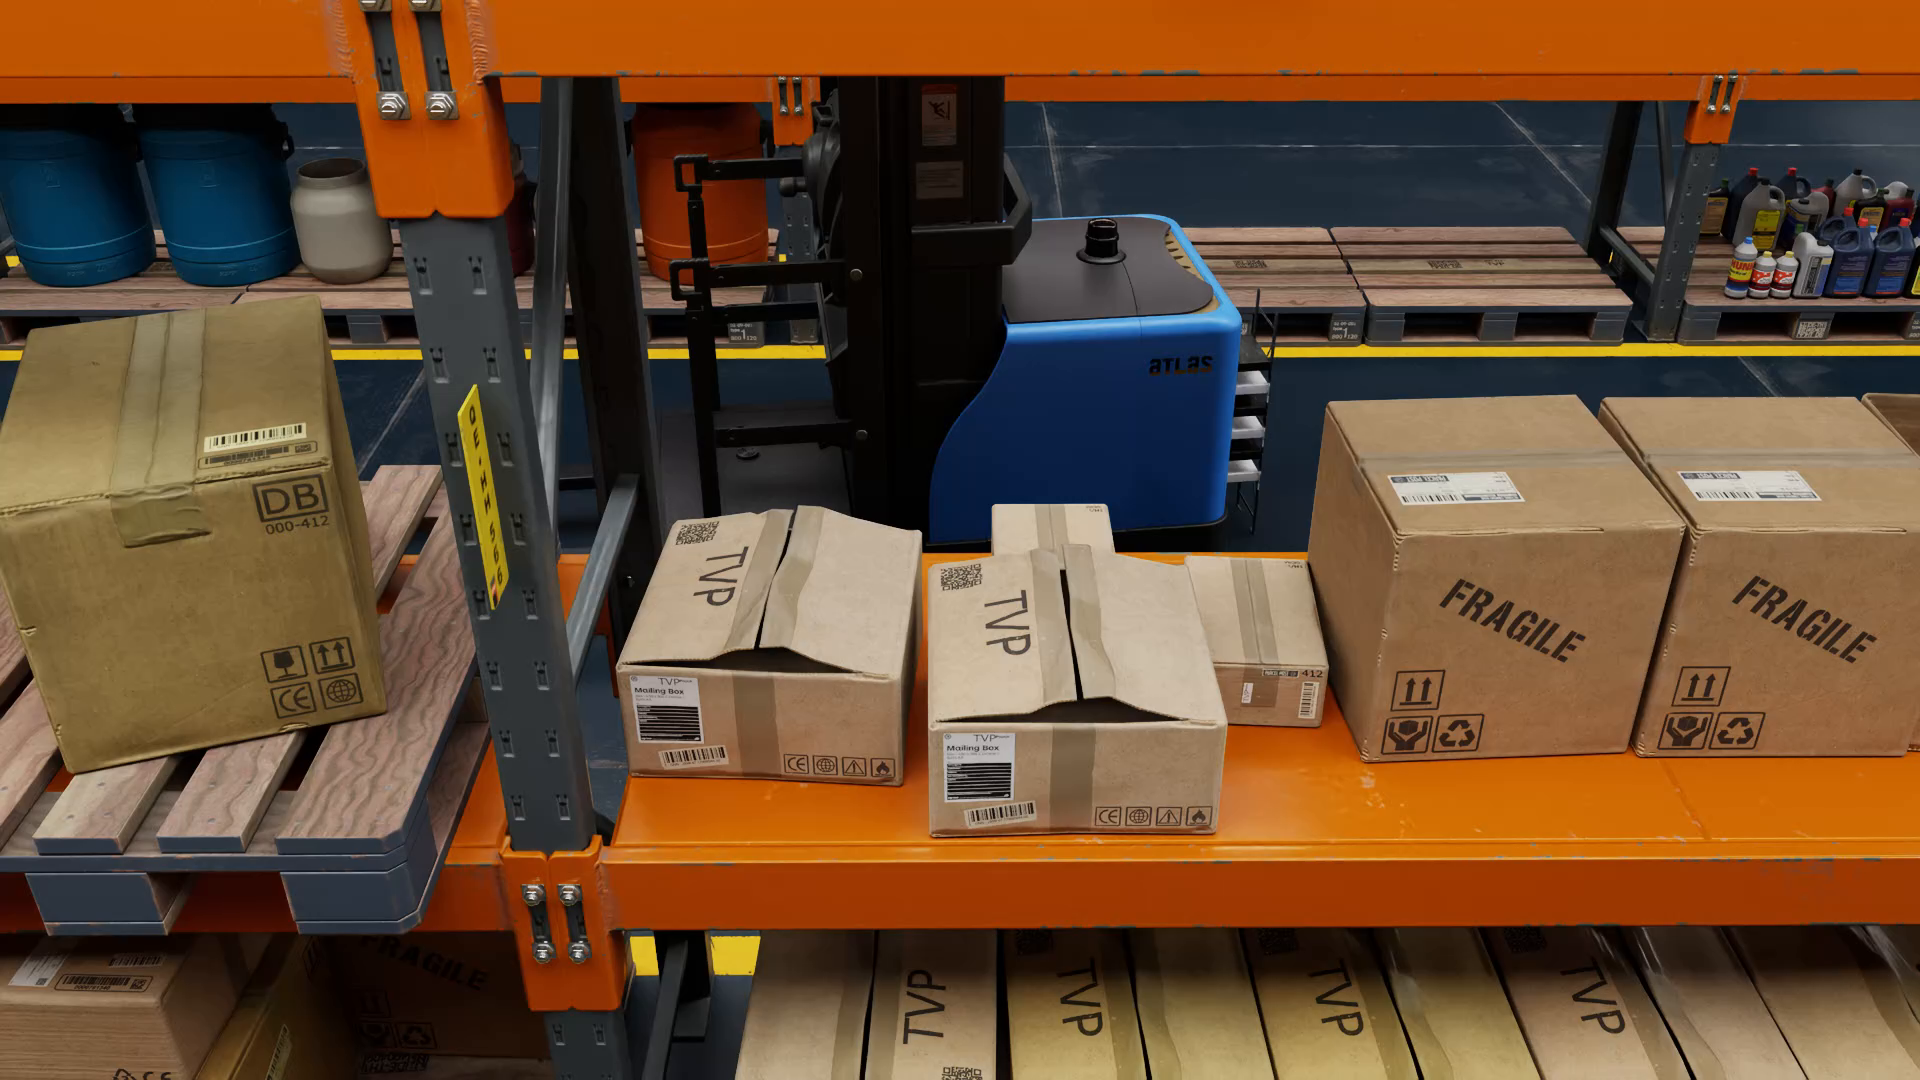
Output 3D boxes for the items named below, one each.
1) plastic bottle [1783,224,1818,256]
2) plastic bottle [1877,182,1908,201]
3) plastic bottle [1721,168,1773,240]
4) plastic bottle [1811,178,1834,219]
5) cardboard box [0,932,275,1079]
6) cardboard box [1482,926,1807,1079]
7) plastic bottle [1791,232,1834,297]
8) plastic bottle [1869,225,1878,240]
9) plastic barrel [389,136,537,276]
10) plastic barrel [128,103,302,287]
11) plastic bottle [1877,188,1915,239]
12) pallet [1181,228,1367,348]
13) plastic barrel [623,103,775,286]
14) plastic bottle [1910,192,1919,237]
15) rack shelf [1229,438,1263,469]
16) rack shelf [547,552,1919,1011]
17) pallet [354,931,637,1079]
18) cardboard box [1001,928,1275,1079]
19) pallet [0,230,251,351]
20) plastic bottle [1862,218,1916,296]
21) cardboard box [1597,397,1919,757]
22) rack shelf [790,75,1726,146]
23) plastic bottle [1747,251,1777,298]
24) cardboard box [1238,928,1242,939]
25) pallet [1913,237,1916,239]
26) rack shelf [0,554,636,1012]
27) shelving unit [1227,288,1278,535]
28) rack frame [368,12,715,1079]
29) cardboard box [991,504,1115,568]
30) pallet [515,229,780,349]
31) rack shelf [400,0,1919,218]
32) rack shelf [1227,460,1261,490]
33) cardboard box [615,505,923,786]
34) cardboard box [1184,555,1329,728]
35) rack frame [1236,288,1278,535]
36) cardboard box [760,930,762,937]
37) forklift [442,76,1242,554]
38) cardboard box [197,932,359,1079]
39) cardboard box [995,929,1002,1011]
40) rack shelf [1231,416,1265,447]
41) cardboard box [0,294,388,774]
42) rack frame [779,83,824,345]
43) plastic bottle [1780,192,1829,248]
[{"bbox_3d":[3.914,-1.333,7.750,0.133,0.283,0.061,0,31,0],"label":"plastic bottle"},{"bbox_3d":[4.590,-1.637,8.258,0.135,0.276,0.152,0,31,1],"label":"plastic bottle"},{"bbox_3d":[3.913,-1.669,8.239,0.185,0.351,0.144,-1,31,-2],"label":"plastic bottle"},{"bbox_3d":[4.268,-1.663,8.294,0.133,0.283,0.061,2,31,3],"label":"plastic bottle"},{"bbox_3d":[-1.693,0.807,3.291,0.500,0.250,0.500,1,31,2],"label":"cardboard box"},{"bbox_3d":[1.372,1.018,3.385,0.500,0.311,0.500,-1,31,-1],"label":"cardboard box"},{"bbox_3d":[3.915,-1.274,7.660,0.135,0.276,0.152,1,31,2],"label":"plastic bottle"},{"bbox_3d":[4.225,-1.334,7.763,0.097,0.271,0.097,0,31,0],"label":"plastic bottle"},{"bbox_3d":[-2.348,-1.584,7.889,0.708,0.588,0.600,0,31,0],"label":"plastic barrel"},{"bbox_3d":[-3.477,-1.714,7.802,0.708,0.901,0.600,0,31,0],"label":"plastic barrel"},{"bbox_3d":[4.592,-1.585,8.165,0.133,0.283,0.061,0,31,0],"label":"plastic bottle"},{"bbox_3d":[1.263,-1.242,8.093,1.213,0.211,1.003,0,31,0],"label":"pallet"},{"bbox_3d":[-1.218,-1.691,7.832,0.708,0.830,0.600,0,31,0],"label":"plastic barrel"},{"bbox_3d":[4.810,-1.650,8.284,0.097,0.271,0.097,0,31,0],"label":"plastic bottle"},{"bbox_3d":[0.994,-0.352,6.201,0.200,0.077,0.258,-4,31,-7],"label":"rack shelf"},{"bbox_3d":[1.297,0.421,3.358,4.000,0.370,1.077,0,31,0],"label":"rack shelf"},{"bbox_3d":[-1.450,1.295,3.913,1.213,0.211,1.003,0,31,0],"label":"pallet"},{"bbox_3d":[0.348,1.021,3.381,0.500,0.311,0.500,-1,31,-2],"label":"cardboard box"},{"bbox_3d":[-3.957,-1.226,8.067,1.213,0.211,1.003,0,31,0],"label":"pallet"},{"bbox_3d":[4.269,-1.305,7.639,0.185,0.351,0.144,-1,31,-2],"label":"plastic bottle"},{"bbox_3d":[1.501,0.062,3.160,0.500,0.500,0.500,0,31,0],"label":"cardboard box"},{"bbox_3d":[1.271,-2.148,7.592,4.000,0.370,1.077,0,31,0],"label":"rack shelf"},{"bbox_3d":[3.694,-1.228,7.655,0.097,0.201,0.097,0,31,0],"label":"plastic bottle"},{"bbox_3d":[0.844,0.742,3.841,0.500,0.311,0.500,0,31,-1],"label":"cardboard box"},{"bbox_3d":[5.166,-1.256,8.116,1.213,0.211,1.003,0,31,0],"label":"pallet"},{"bbox_3d":[-2.703,0.434,3.337,4.000,0.370,1.077,0,31,0],"label":"rack shelf"},{"bbox_3d":[0.994,-0.458,6.137,0.210,0.900,0.258,-4,31,-7],"label":"shelving unit"},{"bbox_3d":[-0.703,0.120,3.161,0.127,3.000,1.000,0,31,0],"label":"rack frame"},{"bbox_3d":[0.195,0.081,3.467,0.250,0.149,0.380,0,31,0],"label":"cardboard box"},{"bbox_3d":[-1.517,-1.233,8.079,1.213,0.211,1.003,0,31,0],"label":"pallet"},{"bbox_3d":[1.297,-0.861,2.580,4.000,0.370,1.077,0,31,0],"label":"rack shelf"},{"bbox_3d":[0.994,-0.275,6.247,0.200,0.077,0.258,-4,31,-7],"label":"rack shelf"},{"bbox_3d":[-0.339,0.179,3.148,0.500,0.311,0.500,2,31,3],"label":"cardboard box"},{"bbox_3d":[0.572,0.194,3.281,0.250,0.149,0.380,2,31,3],"label":"cardboard box"},{"bbox_3d":[1.095,-0.465,6.148,0.006,0.900,0.240,-4,31,-7],"label":"rack frame"},{"bbox_3d":[-0.181,0.747,3.833,0.500,0.311,0.500,1,31,1],"label":"cardboard box"},{"bbox_3d":[-0.620,-1.210,5.419,3.031,2.935,1.130,-4,31,-7],"label":"forklift"},{"bbox_3d":[-1.637,1.125,3.489,0.500,0.500,0.500,1,31,2],"label":"cardboard box"},{"bbox_3d":[0.337,0.984,3.982,0.500,0.250,0.500,-1,31,-1],"label":"cardboard box"},{"bbox_3d":[0.994,-0.429,6.154,0.200,0.077,0.258,-4,31,-7],"label":"rack shelf"},{"bbox_3d":[-1.332,-0.042,2.926,0.500,0.500,0.700,-11,33,-17],"label":"cardboard box"},{"bbox_3d":[-0.729,-2.449,7.395,0.127,3.000,1.000,0,31,0],"label":"rack frame"},{"bbox_3d":[4.131,-1.561,8.133,0.135,0.276,0.152,0,31,0],"label":"plastic bottle"}]
